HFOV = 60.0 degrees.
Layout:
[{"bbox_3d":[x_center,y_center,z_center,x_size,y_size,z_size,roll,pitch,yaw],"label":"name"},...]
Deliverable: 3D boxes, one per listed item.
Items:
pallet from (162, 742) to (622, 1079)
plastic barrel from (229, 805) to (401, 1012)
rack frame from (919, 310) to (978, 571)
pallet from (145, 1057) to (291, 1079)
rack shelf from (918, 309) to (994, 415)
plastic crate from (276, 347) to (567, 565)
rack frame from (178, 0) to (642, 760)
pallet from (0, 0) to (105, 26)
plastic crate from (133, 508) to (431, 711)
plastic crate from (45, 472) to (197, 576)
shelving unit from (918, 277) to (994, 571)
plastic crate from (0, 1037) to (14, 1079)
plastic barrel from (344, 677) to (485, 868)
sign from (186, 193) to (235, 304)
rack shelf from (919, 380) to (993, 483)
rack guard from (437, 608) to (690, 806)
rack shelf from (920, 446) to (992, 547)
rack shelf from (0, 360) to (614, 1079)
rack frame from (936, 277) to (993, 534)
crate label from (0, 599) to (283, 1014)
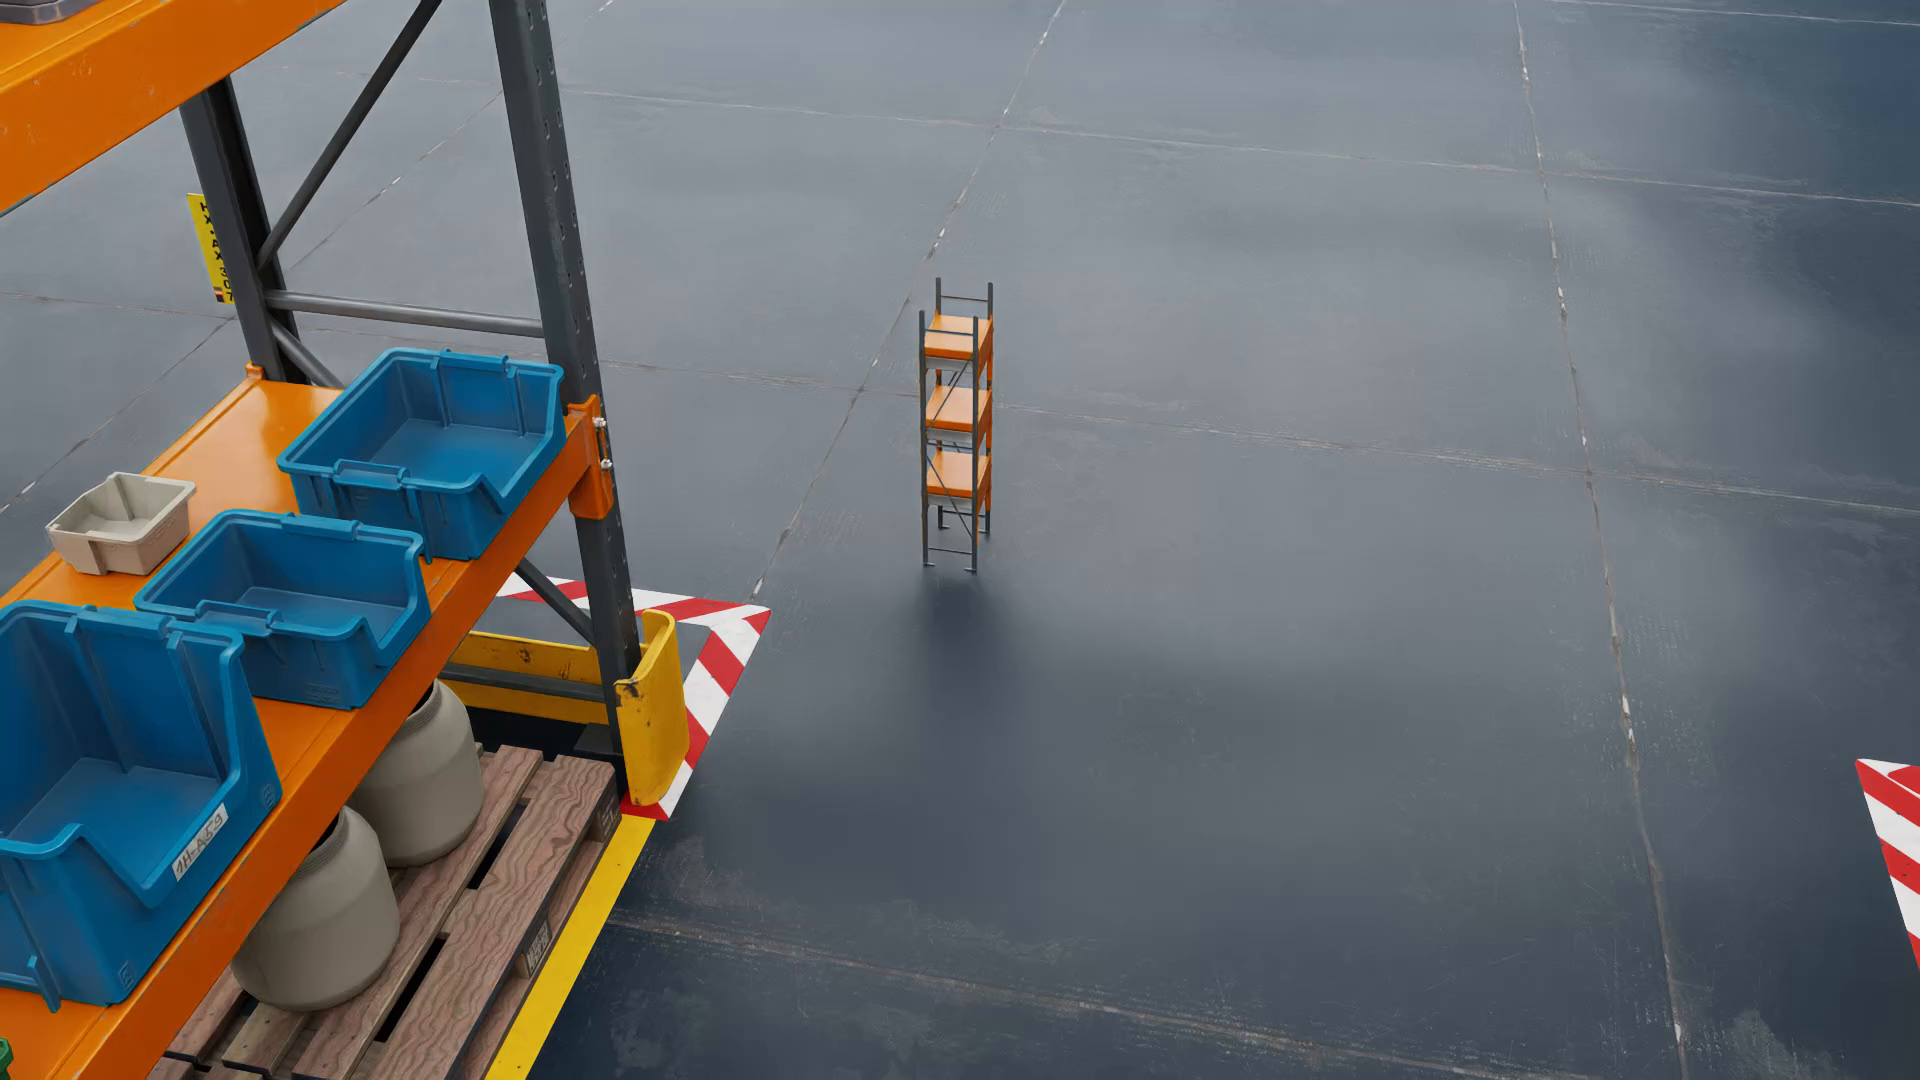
[{"bbox_3d":[-1.641,1.035,4.642,1.003,0.211,1.213,7,37,10],"label":"pallet"},{"bbox_3d":[-1.665,0.903,4.210,0.421,0.512,0.421,0,36,0],"label":"plastic barrel"},{"bbox_3d":[-0.038,-0.324,5.803,0.200,1.050,0.008,7,37,10],"label":"rack frame"},{"bbox_3d":[-1.904,1.732,3.680,1.003,0.211,1.213,7,37,10],"label":"pallet"},{"bbox_3d":[-0.011,-0.616,5.739,0.215,0.259,0.240,7,37,10],"label":"rack shelf"},{"bbox_3d":[-1.306,-0.224,4.130,0.499,0.251,0.616,7,37,10],"label":"plastic crate"},{"bbox_3d":[-1.492,-0.609,4.534,1.000,3.000,0.127,7,37,10],"label":"rack frame"},{"bbox_3d":[-1.764,-1.285,3.071,1.003,0.211,1.213,7,37,10],"label":"pallet"},{"bbox_3d":[-1.451,0.148,3.617,0.499,0.251,0.408,7,37,10],"label":"plastic crate"},{"bbox_3d":[-1.997,-0.029,3.959,0.298,0.136,0.250,7,37,10],"label":"plastic crate"},{"bbox_3d":[-0.011,-0.394,5.900,0.215,1.050,0.252,7,37,10],"label":"shelving unit"},{"bbox_3d":[-1.780,1.028,2.457,0.450,0.188,0.662,7,37,10],"label":"plastic crate"},{"bbox_3d":[-1.558,0.616,4.607,0.421,0.512,0.421,0,36,0],"label":"plastic barrel"},{"bbox_3d":[-2.028,-0.792,4.551,0.100,0.325,0.005,7,37,10],"label":"sign"},{"bbox_3d":[-0.011,-0.386,5.906,0.215,0.259,0.240,7,37,10],"label":"rack shelf"},{"bbox_3d":[-1.462,0.453,5.199,1.175,0.500,0.348,7,37,10],"label":"rack guard"},{"bbox_3d":[-0.011,-0.161,6.069,0.215,0.259,0.240,7,37,10],"label":"rack shelf"},{"bbox_3d":[-1.919,0.829,3.163,1.077,0.370,4.000,7,37,10],"label":"rack shelf"},{"bbox_3d":[0.015,-0.464,5.996,0.200,1.050,0.008,7,37,10],"label":"rack frame"},{"bbox_3d":[-1.621,0.466,3.021,0.502,0.435,0.616,7,37,10],"label":"crate label"}]
